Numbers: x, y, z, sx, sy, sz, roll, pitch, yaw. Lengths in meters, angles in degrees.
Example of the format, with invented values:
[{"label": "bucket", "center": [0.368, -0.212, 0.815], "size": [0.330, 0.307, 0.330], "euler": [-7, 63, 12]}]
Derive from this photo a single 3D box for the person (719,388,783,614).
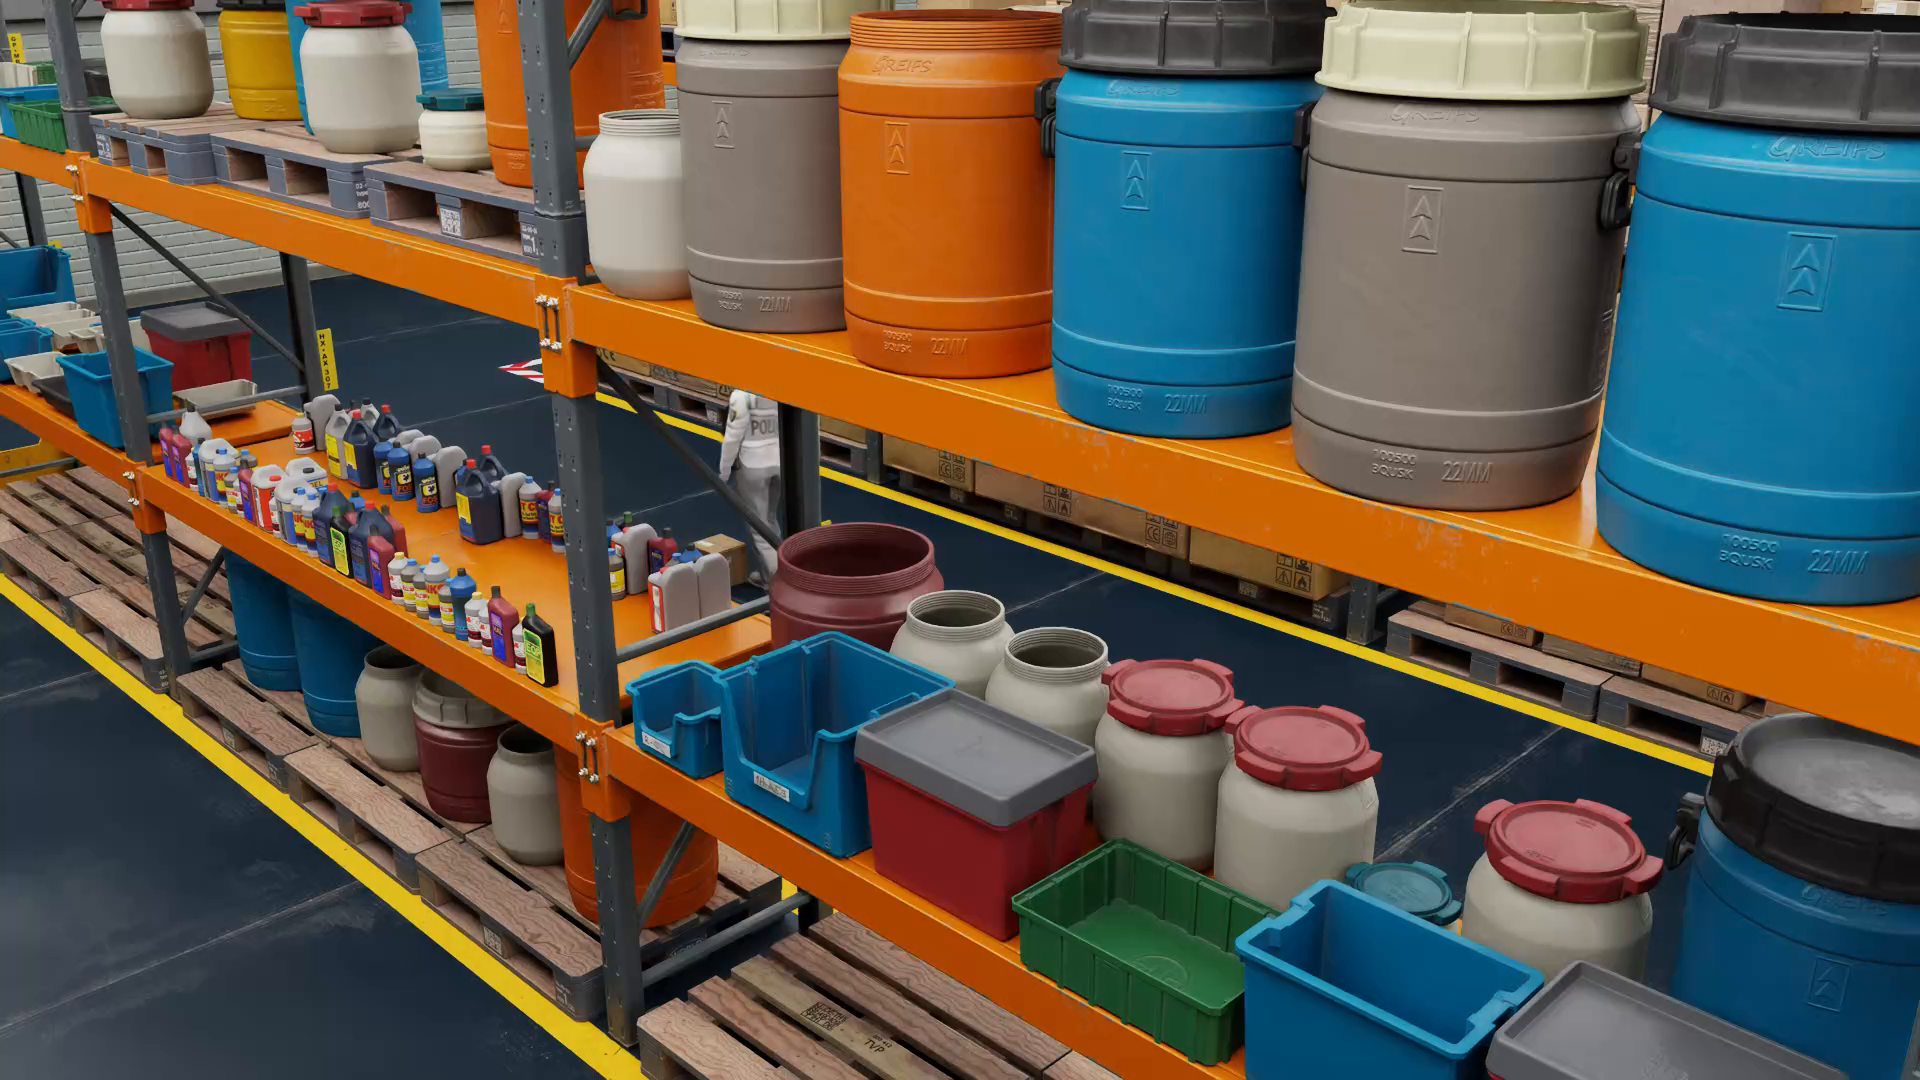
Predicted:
[{"label": "person", "center": [-1.180, -0.415, 9.681], "size": [0.478, 1.690, 0.563], "euler": [-19, 28, -41]}]
